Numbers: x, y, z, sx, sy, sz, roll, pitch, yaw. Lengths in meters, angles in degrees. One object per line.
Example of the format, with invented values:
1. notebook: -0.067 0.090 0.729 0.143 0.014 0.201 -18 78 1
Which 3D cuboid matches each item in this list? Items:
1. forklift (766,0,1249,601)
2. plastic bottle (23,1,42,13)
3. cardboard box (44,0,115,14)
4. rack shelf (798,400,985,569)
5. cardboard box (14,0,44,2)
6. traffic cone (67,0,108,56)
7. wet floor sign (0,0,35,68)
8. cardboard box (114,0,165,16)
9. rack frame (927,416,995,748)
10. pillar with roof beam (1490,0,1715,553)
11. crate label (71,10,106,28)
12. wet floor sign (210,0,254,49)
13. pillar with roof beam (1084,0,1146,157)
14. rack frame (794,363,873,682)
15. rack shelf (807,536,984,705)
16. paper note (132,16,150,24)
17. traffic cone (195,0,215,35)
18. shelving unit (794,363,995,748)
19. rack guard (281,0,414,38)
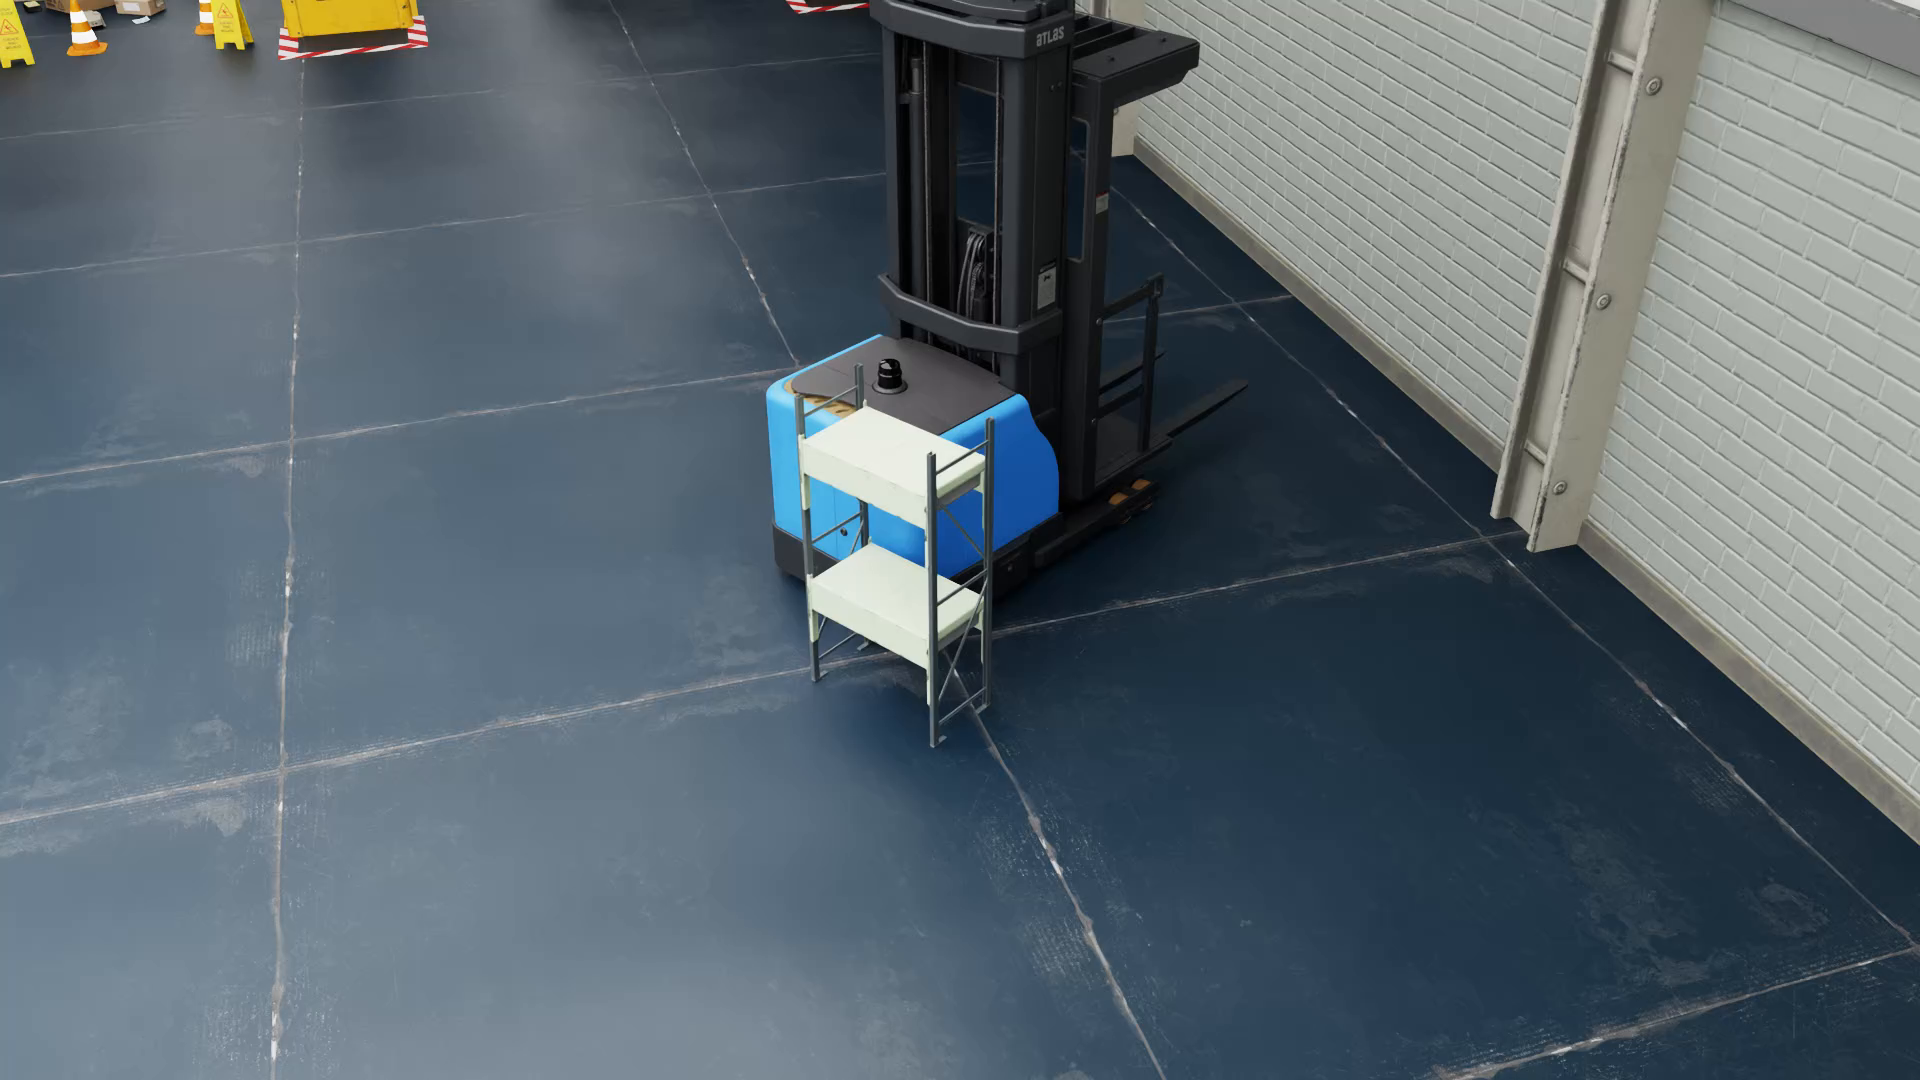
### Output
1. forklift: 0.427 -1.478 8.328 1.130 2.935 3.031 27 42 34
2. plastic bottle: -9.441 -5.426 16.907 0.133 0.061 0.283 -23 40 -31
3. cardboard box: -8.918 -5.717 16.945 0.637 0.503 0.797 19 38 26
4. rack shelf: -0.275 -0.247 7.056 0.720 0.370 0.431 25 41 32
5. cardboard box: -9.597 -5.743 17.200 0.396 0.266 0.258 -4 34 -6
6. traffic cone: -8.285 -4.847 15.666 0.336 0.463 0.334 -10 35 -15
7. wet floor sign: -8.760 -4.712 15.295 0.267 0.644 0.232 -16 37 -23
8. cardboard box: -8.295 -5.421 16.818 0.380 0.149 0.250 7 34 10
9. rack frame: 0.005 0.208 7.075 0.023 1.500 0.400 25 41 32
10. pillar with roof beam: -1.039 -3.094 5.270 9.100 9.000 0.400 -10 35 -15
11. crate label: -8.583 -5.114 16.364 0.298 0.136 0.250 27 42 34
12. wet floor sign: -6.933 -5.000 15.731 0.267 0.644 0.232 1 33 2
13. pillar with roof beam: -2.869 -6.244 10.038 9.100 9.000 0.400 -10 35 -15
14. rack frame: -0.555 -0.052 7.468 0.023 1.500 0.400 25 41 32
15. rack shelf: -0.275 0.350 7.451 0.720 0.370 0.431 25 41 32
16. paper note: -8.155 -5.185 16.569 0.148 0.019 0.142 -23 40 -31
17. traffic cone: -7.331 -5.212 16.218 0.336 0.463 0.334 -10 35 -15
18. shelving unit: -0.275 0.078 7.271 0.755 1.500 0.431 25 41 32
19. rack guard: -5.995 -5.259 16.255 1.175 0.500 0.348 -10 35 -15
